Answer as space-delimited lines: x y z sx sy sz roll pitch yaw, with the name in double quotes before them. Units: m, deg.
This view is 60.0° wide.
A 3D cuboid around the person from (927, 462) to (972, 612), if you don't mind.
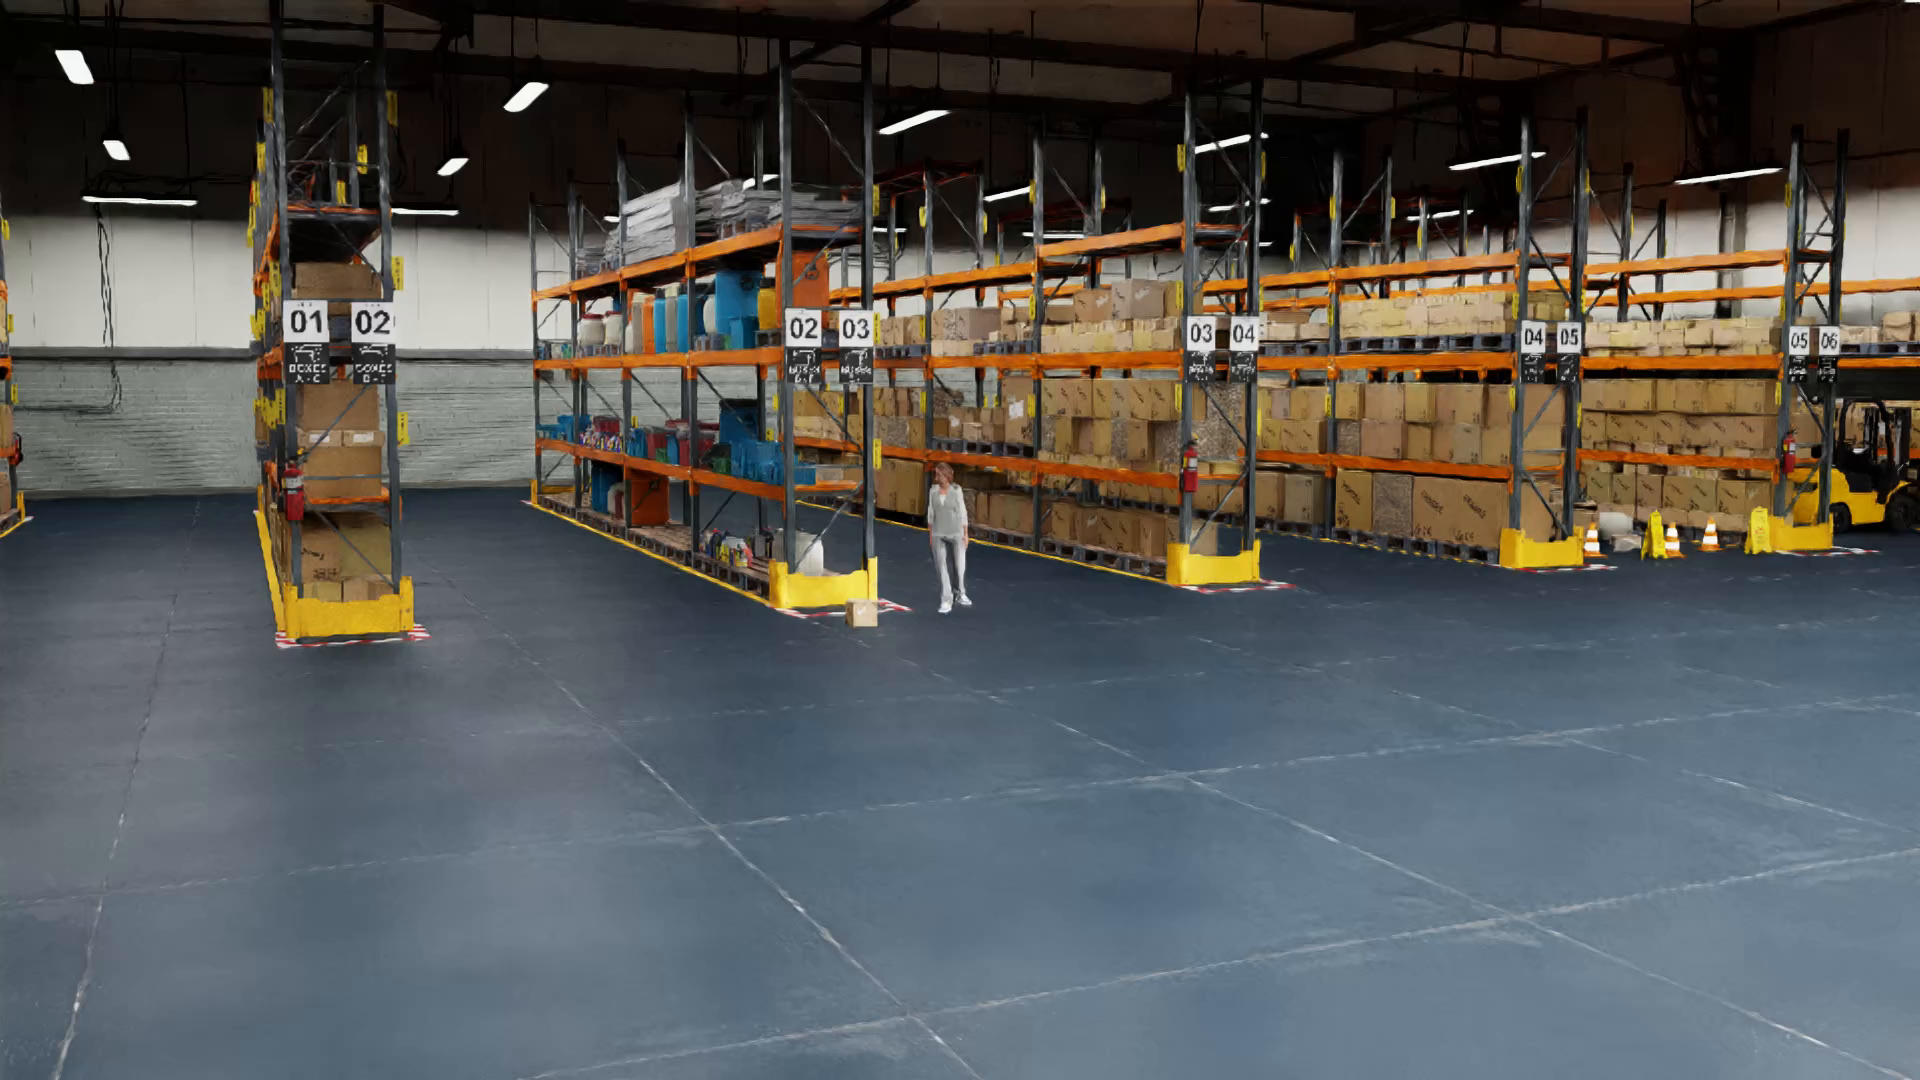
"person" -0.113 -0.041 17.638 0.459 1.588 0.502 1 6 10
